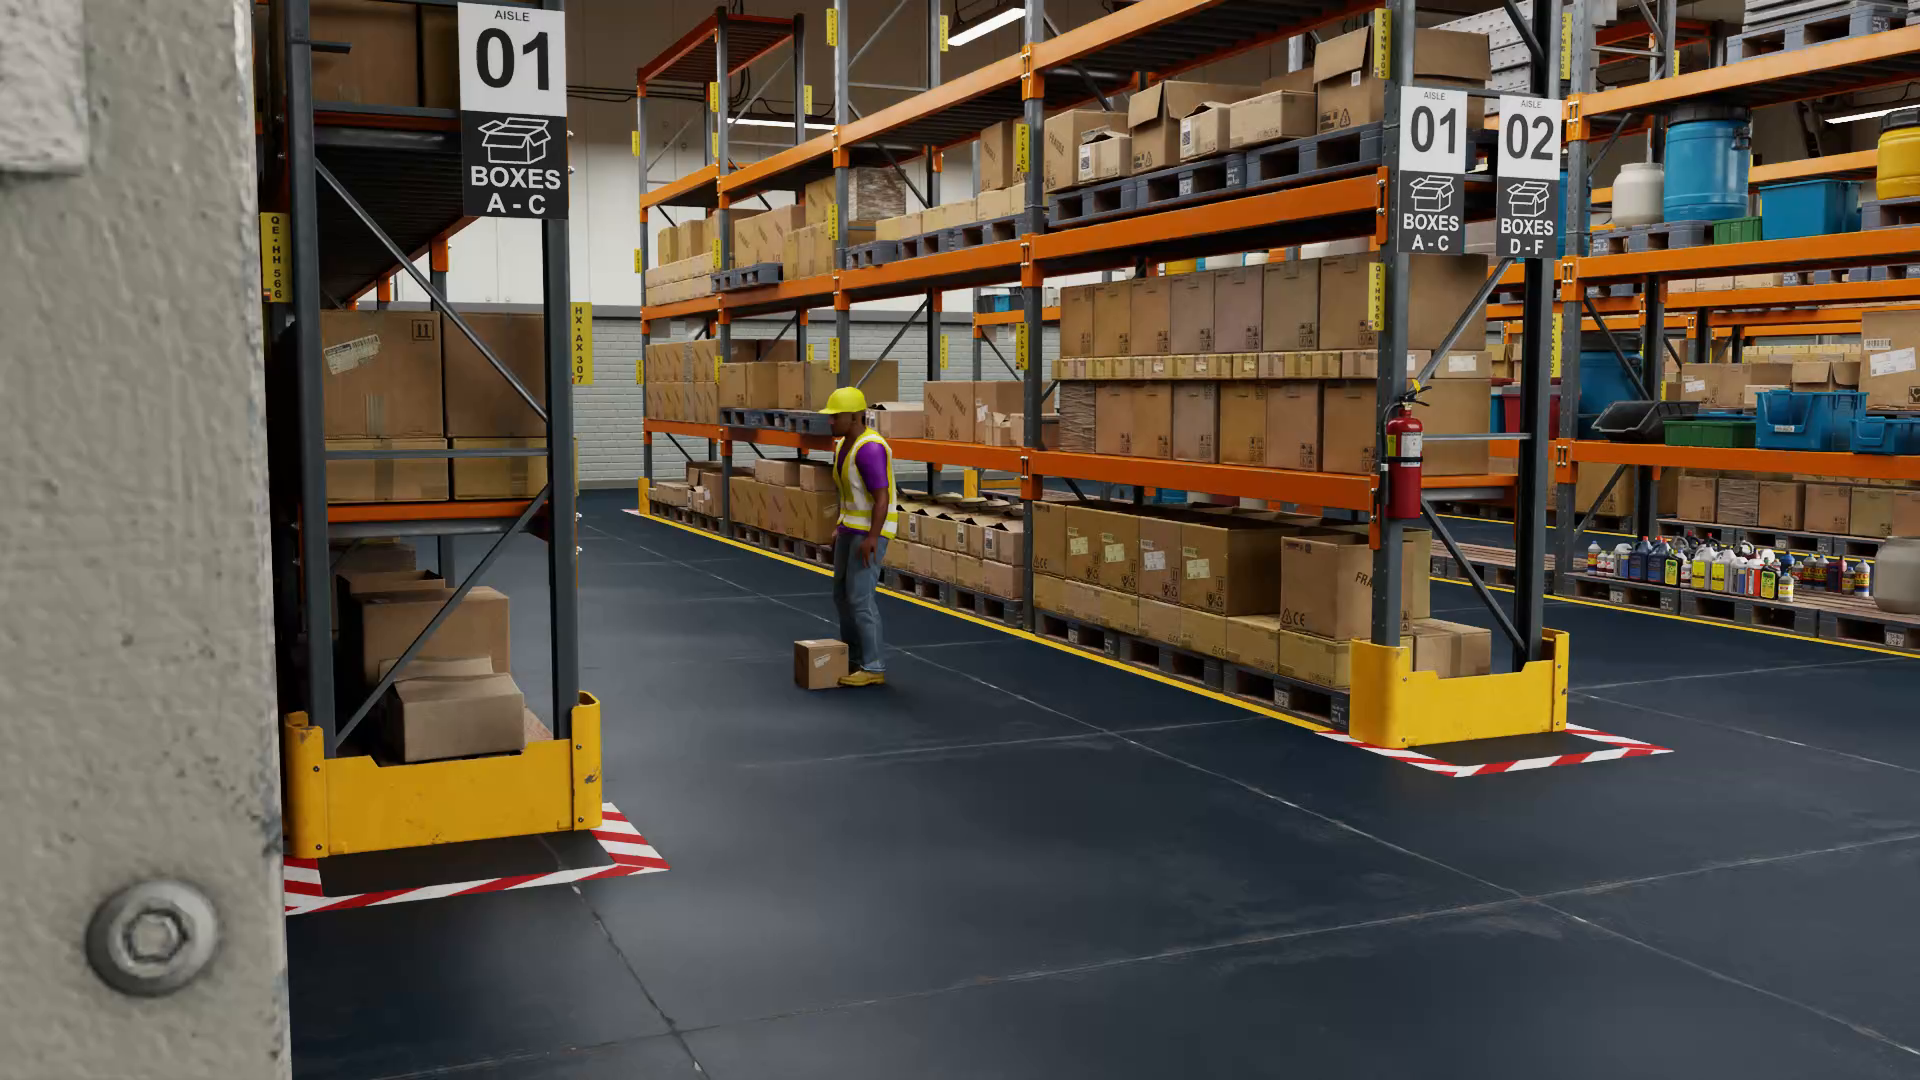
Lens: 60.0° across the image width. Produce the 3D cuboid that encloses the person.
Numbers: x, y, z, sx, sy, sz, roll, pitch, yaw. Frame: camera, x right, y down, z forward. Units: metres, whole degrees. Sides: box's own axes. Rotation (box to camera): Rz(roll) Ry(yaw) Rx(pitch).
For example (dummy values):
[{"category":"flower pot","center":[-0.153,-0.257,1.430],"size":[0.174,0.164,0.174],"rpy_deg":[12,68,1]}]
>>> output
[{"category":"person","center":[-0.619,-0.027,9.886],"size":[0.460,1.760,0.625],"rpy_deg":[-2,6,-24]}]
